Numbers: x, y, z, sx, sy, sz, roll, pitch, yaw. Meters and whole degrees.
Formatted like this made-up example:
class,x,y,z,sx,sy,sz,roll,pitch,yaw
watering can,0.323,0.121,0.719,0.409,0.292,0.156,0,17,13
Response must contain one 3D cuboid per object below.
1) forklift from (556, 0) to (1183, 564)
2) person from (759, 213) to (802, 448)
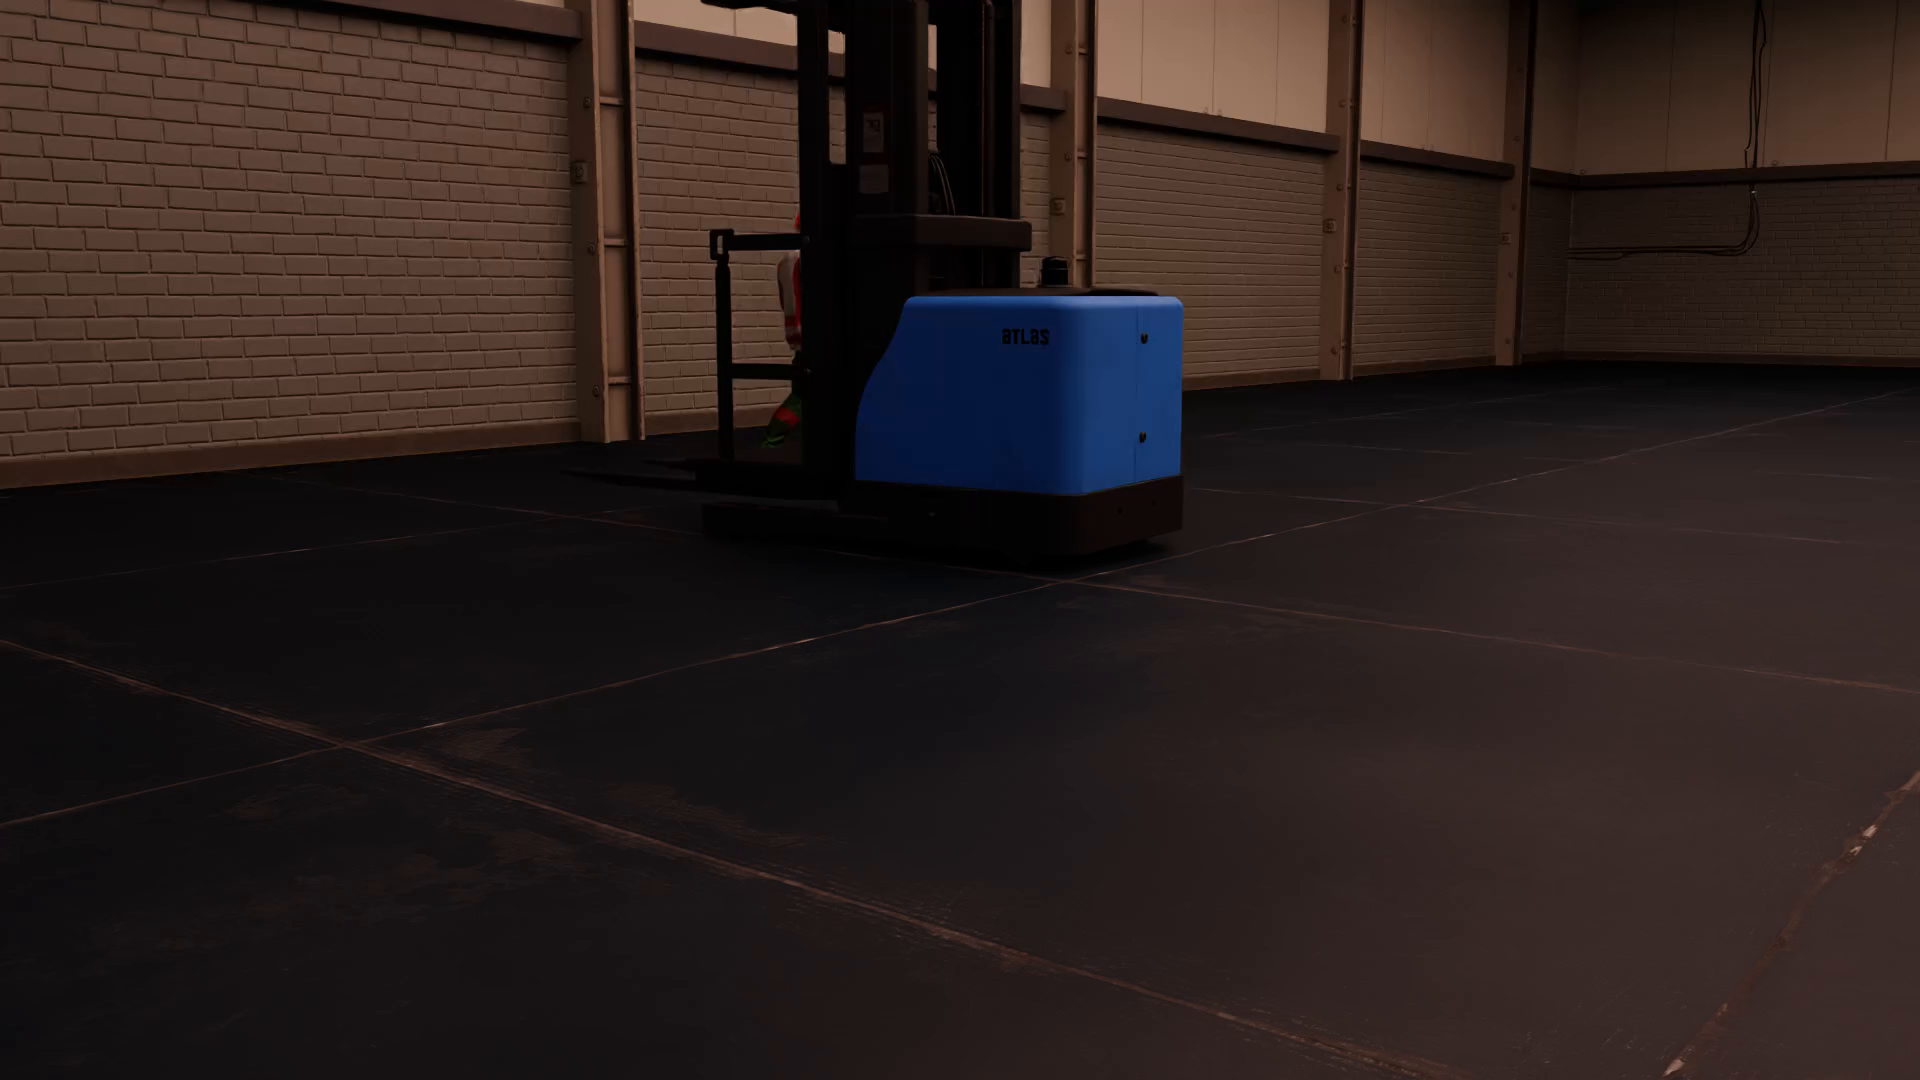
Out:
class,x,y,z,sx,sy,sz,roll,pitch,yaw
forklift,-0.544,-1.493,7.482,3.031,2.935,1.130,5,10,33
person,-0.932,-1.321,10.829,0.665,1.651,0.992,-5,10,-30
